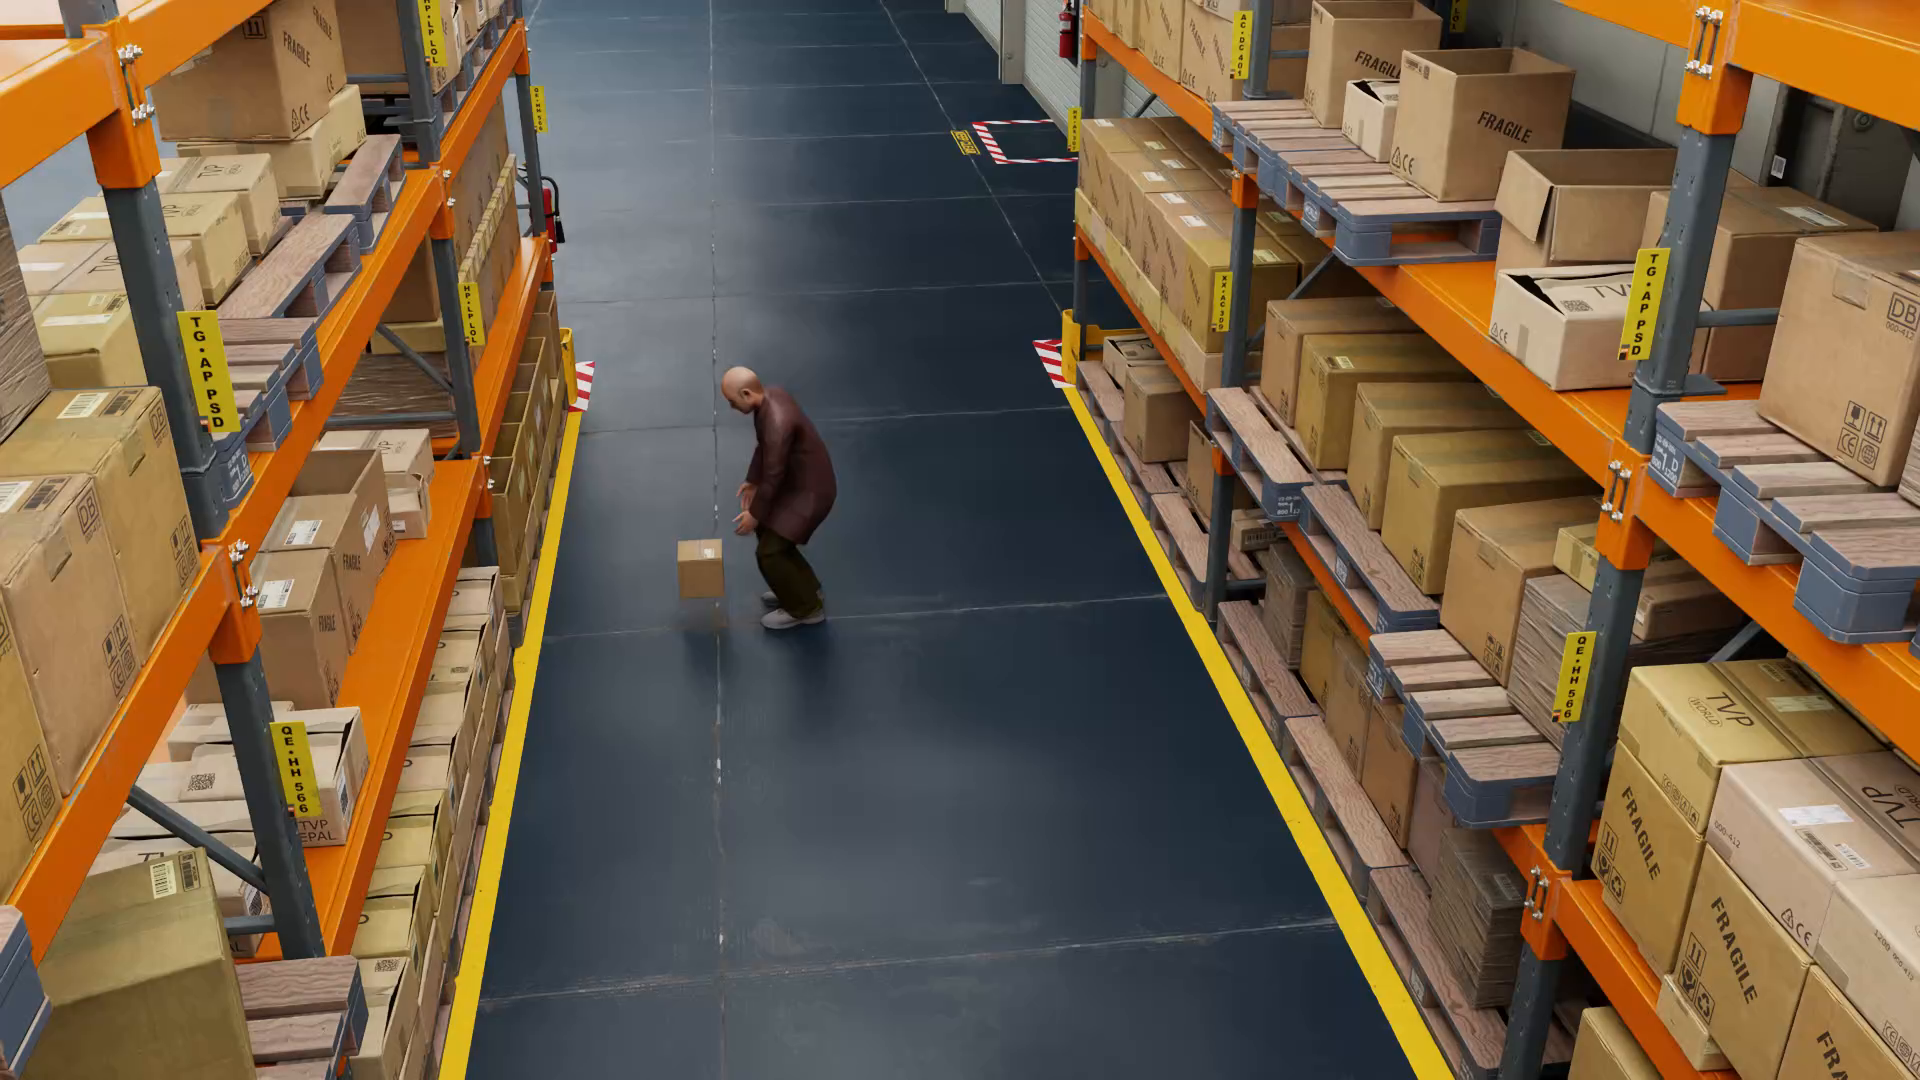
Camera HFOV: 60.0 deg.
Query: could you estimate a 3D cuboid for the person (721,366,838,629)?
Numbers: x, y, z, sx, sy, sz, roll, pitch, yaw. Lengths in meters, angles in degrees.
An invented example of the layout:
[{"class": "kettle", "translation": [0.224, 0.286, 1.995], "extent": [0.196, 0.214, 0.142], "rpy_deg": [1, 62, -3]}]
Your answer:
[{"class": "person", "translation": [-0.996, -0.248, 9.384], "extent": [0.612, 1.552, 0.625], "rpy_deg": [-3, 27, -7]}]
